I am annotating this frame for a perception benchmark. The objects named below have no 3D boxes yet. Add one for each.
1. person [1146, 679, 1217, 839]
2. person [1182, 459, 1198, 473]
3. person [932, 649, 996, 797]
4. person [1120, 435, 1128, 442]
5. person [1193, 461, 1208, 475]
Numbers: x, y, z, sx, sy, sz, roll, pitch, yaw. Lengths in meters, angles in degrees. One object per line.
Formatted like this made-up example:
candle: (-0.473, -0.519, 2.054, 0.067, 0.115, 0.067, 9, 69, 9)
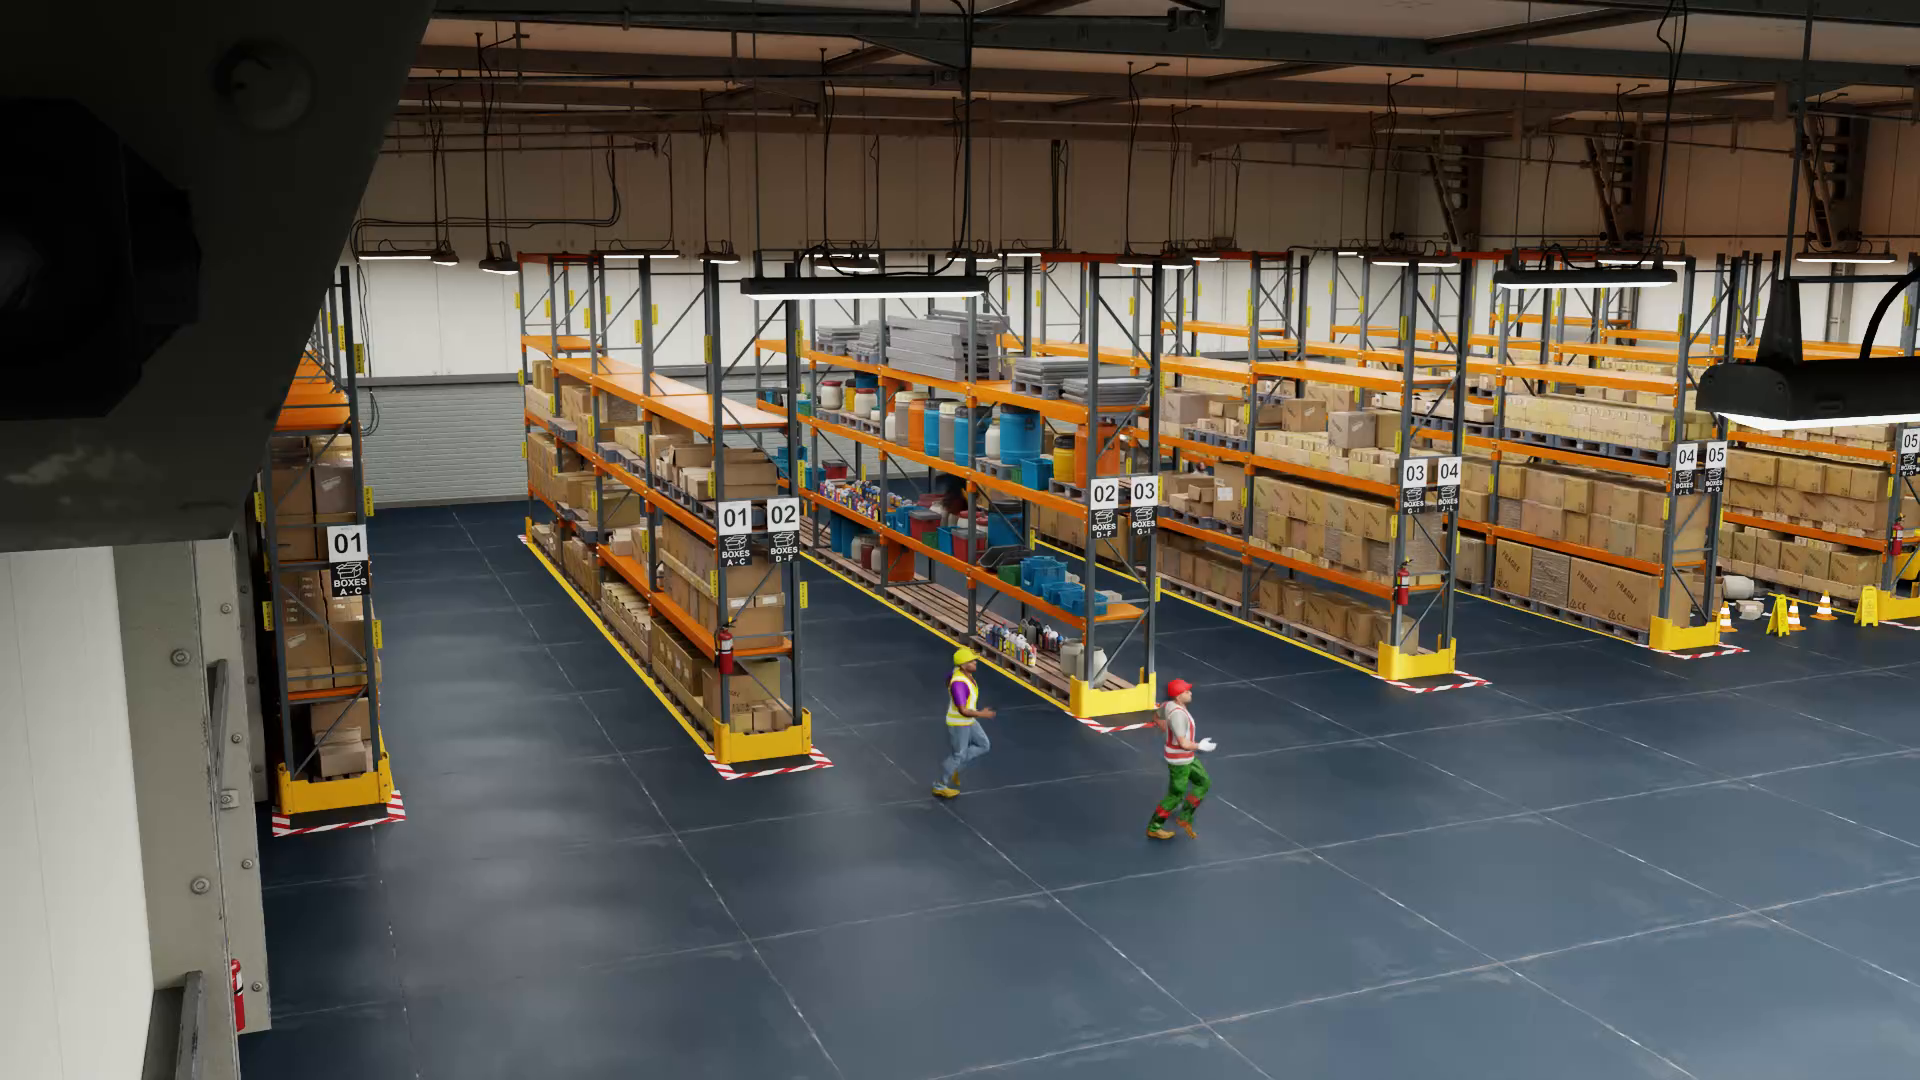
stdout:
person: (2.332, 2.300, 17.527, 0.715, 1.751, 0.671, 1, 10, 5)
person: (5.722, -2.189, 42.087, 0.885, 1.794, 0.705, -2, 11, -13)
person: (0.058, 2.063, 18.940, 0.745, 1.717, 0.724, 2, 10, 9)
person: (3.695, -1.658, 39.461, 0.732, 1.693, 0.594, -3, 11, -15)
person: (5.185, -0.937, 35.912, 0.545, 1.564, 0.623, -4, 11, -20)
